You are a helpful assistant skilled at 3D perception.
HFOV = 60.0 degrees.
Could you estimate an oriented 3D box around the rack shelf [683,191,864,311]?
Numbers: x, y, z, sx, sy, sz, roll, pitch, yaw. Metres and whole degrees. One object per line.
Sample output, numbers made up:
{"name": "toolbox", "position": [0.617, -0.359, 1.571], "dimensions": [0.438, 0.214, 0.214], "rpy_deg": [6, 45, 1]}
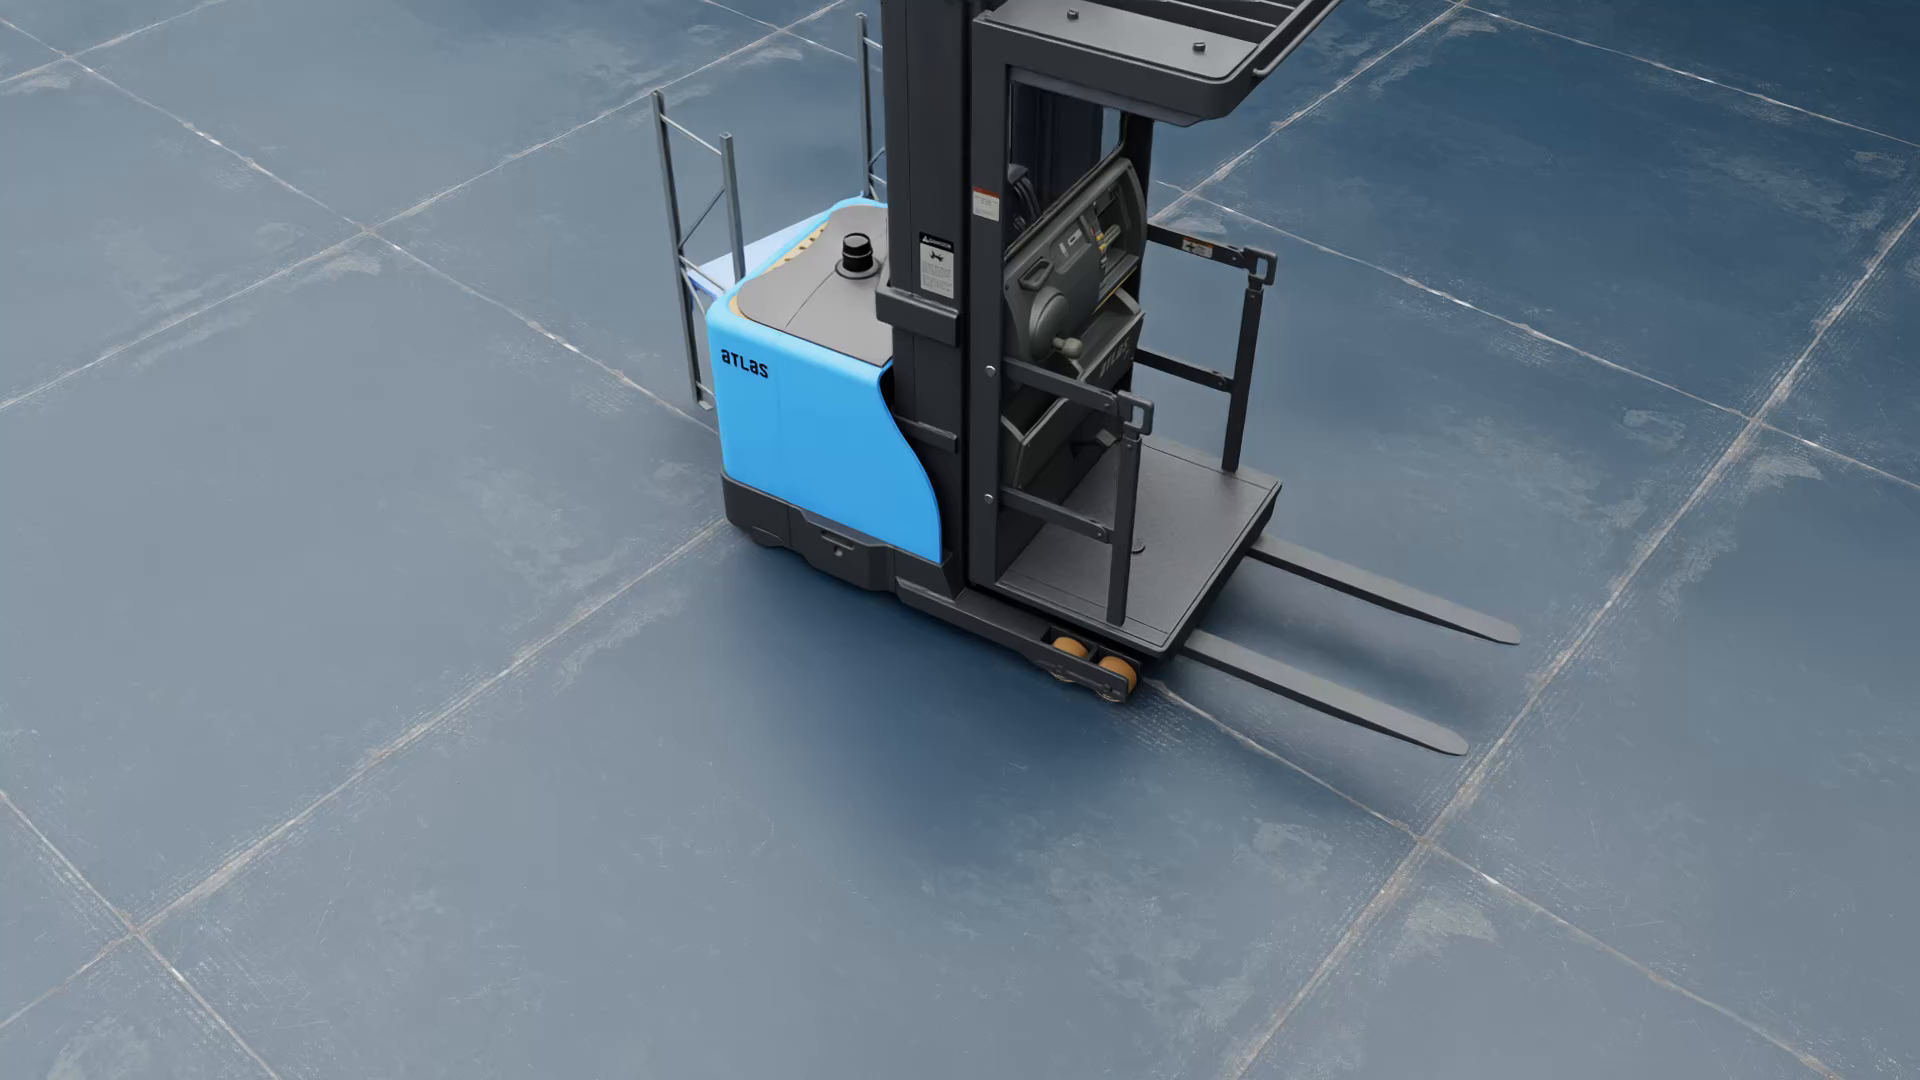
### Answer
{"name": "rack shelf", "position": [-0.640, -1.156, 7.174], "dimensions": [1.000, 0.185, 0.538], "rpy_deg": [-31, 50, -29]}

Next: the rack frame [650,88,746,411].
{"name": "rack frame", "position": [-1.021, -1.063, 6.804], "dimensions": [0.032, 1.500, 0.500], "rpy_deg": [-31, 50, -29]}

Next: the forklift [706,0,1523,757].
{"name": "forklift", "position": [0.576, -0.904, 5.565], "dimensions": [3.031, 2.935, 1.130], "rpy_deg": [22, 47, 22]}

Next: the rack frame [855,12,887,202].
{"name": "rack frame", "position": [-0.260, -1.516, 7.302], "dimensions": [0.032, 1.500, 0.500], "rpy_deg": [-31, 50, -29]}

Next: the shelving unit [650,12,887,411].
{"name": "shelving unit", "position": [-0.640, -1.290, 7.053], "dimensions": [1.048, 1.500, 0.538], "rpy_deg": [-31, 50, -29]}
